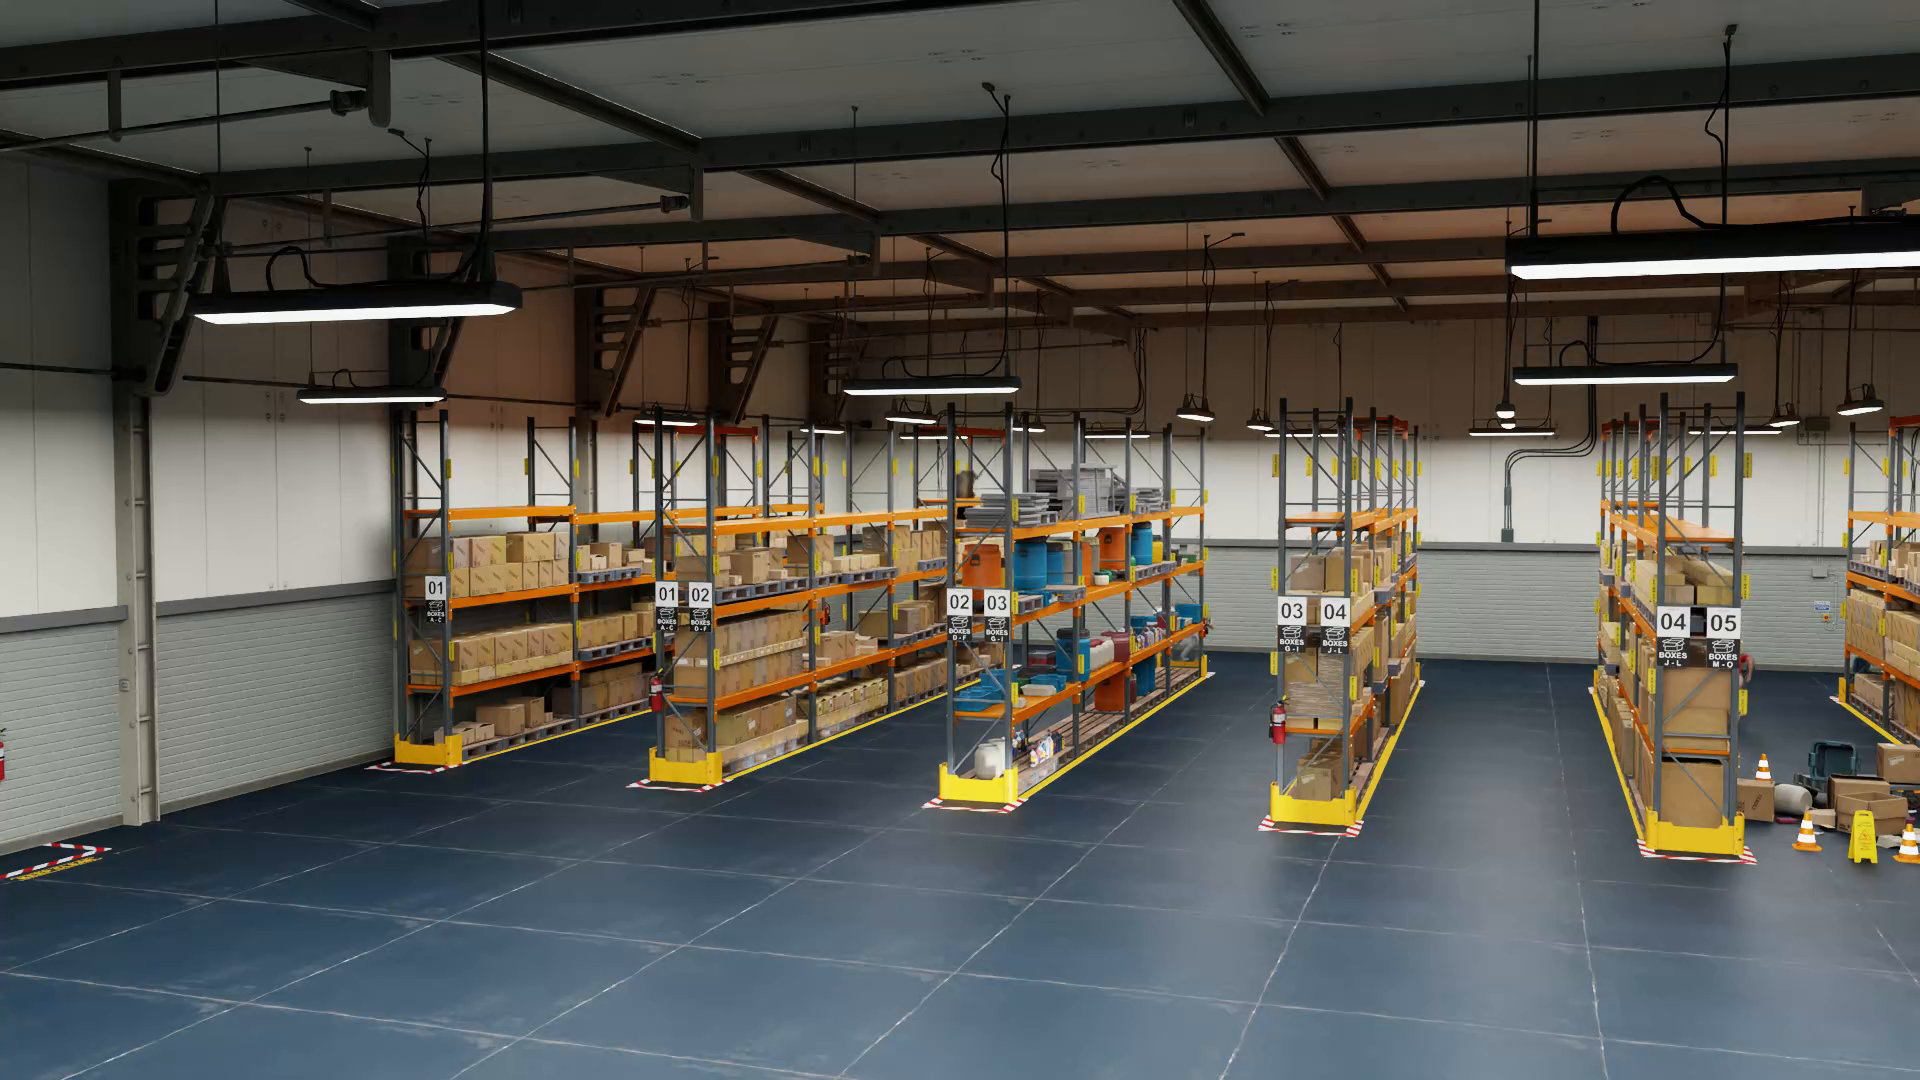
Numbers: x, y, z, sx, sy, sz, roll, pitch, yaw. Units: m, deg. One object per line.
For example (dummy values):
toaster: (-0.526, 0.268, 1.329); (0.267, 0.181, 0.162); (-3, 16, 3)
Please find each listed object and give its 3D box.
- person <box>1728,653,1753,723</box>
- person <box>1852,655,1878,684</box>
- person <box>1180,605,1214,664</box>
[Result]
person: (15.292, 2.826, 32.903); (0.697, 1.546, 0.833); (0, 2, 8)
person: (20.294, 2.625, 37.275); (0.727, 1.545, 0.537); (0, 2, 7)
person: (6.115, 2.406, 42.794); (0.581, 1.487, 1.053); (-2, 3, -40)
